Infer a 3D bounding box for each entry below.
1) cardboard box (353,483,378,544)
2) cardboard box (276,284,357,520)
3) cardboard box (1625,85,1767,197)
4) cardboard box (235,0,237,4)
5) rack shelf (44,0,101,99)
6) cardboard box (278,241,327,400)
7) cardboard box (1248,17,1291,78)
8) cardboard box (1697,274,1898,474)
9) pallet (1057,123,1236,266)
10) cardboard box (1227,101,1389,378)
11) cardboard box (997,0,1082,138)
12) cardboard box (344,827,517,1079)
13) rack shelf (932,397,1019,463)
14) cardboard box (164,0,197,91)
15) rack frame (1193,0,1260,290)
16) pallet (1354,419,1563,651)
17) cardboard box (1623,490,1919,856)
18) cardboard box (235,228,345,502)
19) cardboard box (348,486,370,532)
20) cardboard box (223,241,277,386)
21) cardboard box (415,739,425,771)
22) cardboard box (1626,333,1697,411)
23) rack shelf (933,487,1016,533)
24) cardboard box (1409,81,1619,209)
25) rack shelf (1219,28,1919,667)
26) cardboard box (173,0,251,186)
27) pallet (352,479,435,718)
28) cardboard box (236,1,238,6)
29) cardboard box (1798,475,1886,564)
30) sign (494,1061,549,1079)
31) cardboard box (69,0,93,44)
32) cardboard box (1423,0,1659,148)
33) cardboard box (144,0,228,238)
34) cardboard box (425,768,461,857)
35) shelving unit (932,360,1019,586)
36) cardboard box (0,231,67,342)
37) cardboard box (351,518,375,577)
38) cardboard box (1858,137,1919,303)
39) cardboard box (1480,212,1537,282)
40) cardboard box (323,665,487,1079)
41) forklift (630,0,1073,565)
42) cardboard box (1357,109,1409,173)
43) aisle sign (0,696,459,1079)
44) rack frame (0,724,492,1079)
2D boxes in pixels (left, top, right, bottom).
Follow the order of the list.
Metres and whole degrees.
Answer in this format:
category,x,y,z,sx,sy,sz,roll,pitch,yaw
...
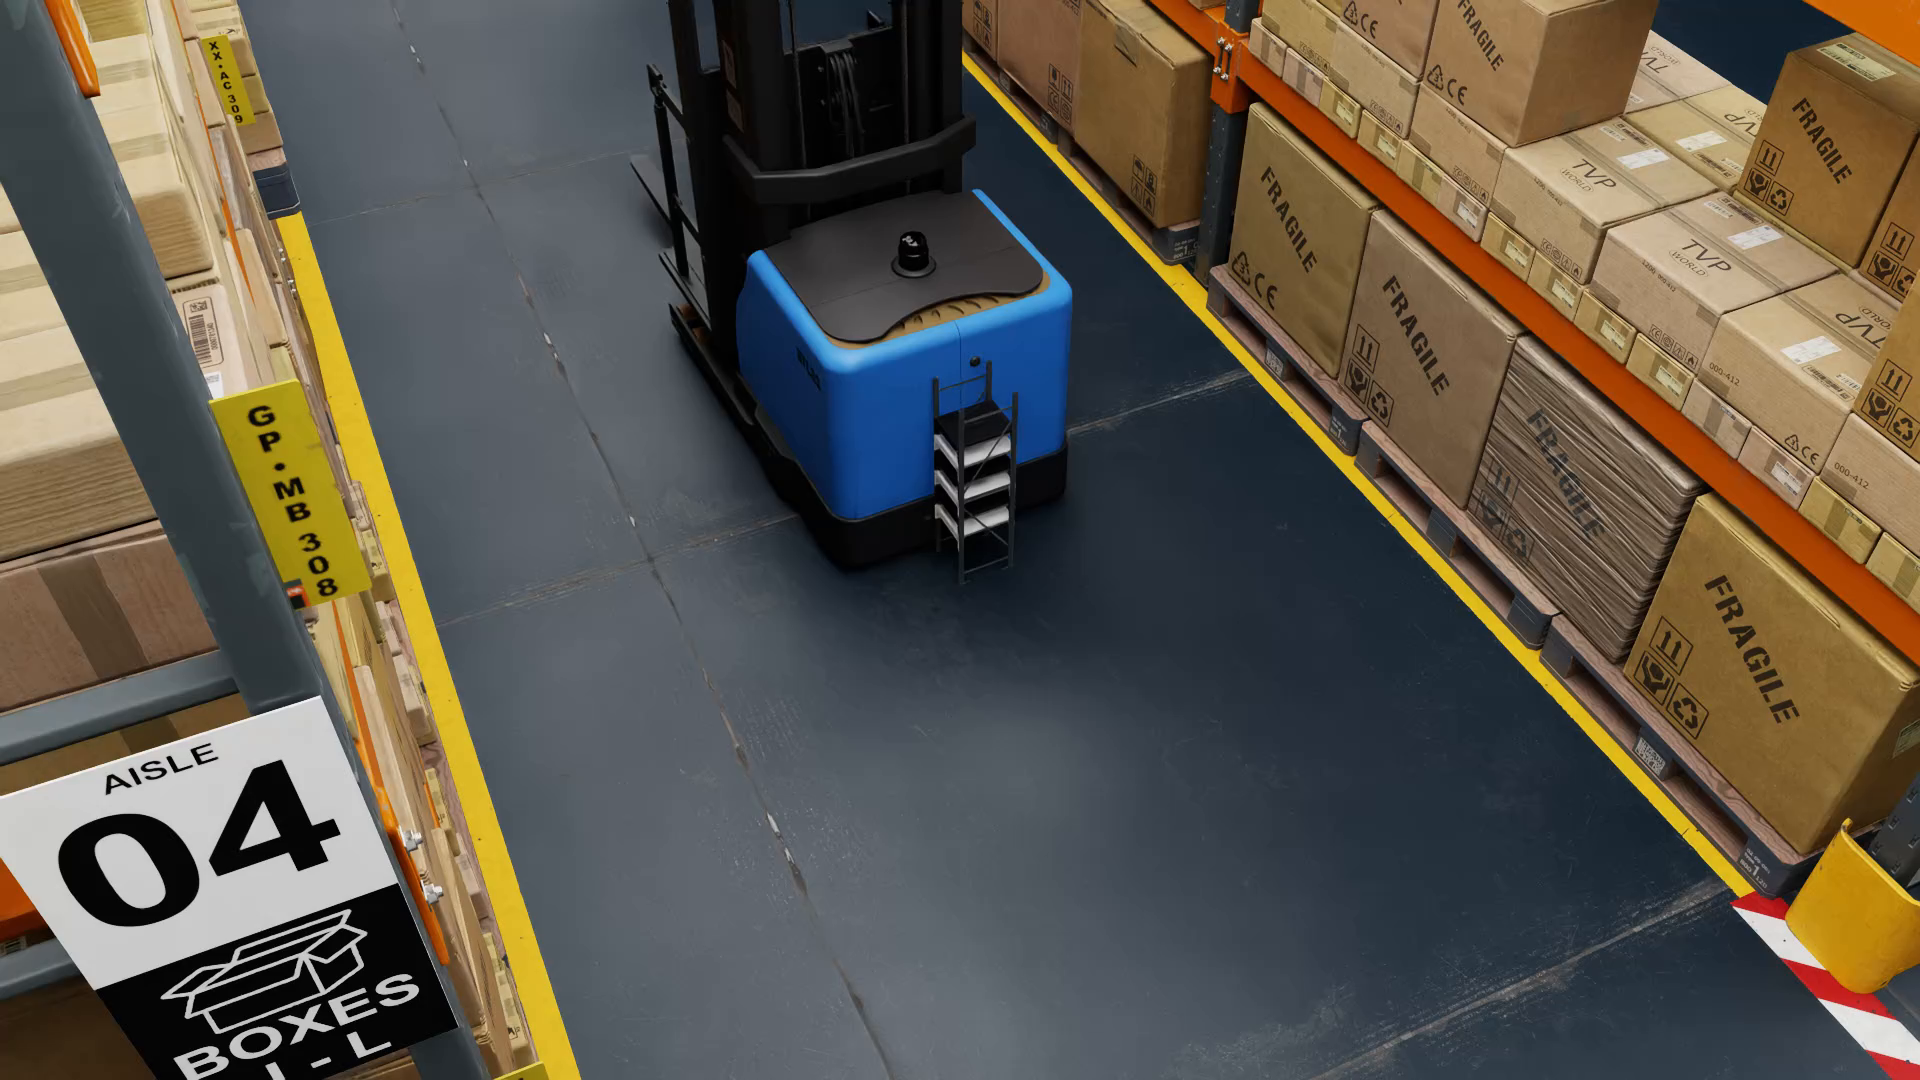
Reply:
category,x,y,z,sx,sy,sz,roll,pitch,yaw
cardboard box,-2.462,-0.039,6.385,0.380,0.149,0.250,-17,47,-17
cardboard box,-2.052,-0.322,4.658,0.500,0.500,0.500,-18,47,-18
cardboard box,2.675,-1.325,5.852,0.500,0.250,0.500,-19,48,-18
cardboard box,-3.014,-2.101,6.412,0.380,0.149,0.250,-20,48,-19
rack shelf,-2.095,-1.658,2.537,1.077,0.370,4.000,-18,47,-17
cardboard box,-3.007,-0.863,6.969,0.500,0.500,0.500,-16,47,-16
cardboard box,1.429,-2.078,6.899,0.380,0.149,0.250,-18,47,-17
cardboard box,2.631,-0.512,5.028,0.500,0.250,0.500,-19,48,-18
pallet,1.213,-1.931,8.557,1.003,0.211,1.213,-18,47,-17
cardboard box,1.811,-1.403,7.250,0.875,0.875,0.875,-18,47,-17
cardboard box,0.943,-2.819,8.685,1.225,0.875,0.875,-20,48,-19
cardboard box,-1.193,0.986,3.332,0.500,0.500,0.500,-16,47,-16
rack shelf,0.057,-0.410,6.187,0.258,0.077,0.200,-20,48,-19
cardboard box,-2.072,-1.190,3.792,0.500,0.250,0.500,-19,48,-18
rack frame,1.606,-2.454,7.102,1.000,3.000,0.127,-18,47,-17
pallet,2.372,-0.175,6.777,1.003,0.211,1.213,-18,47,-17
cardboard box,2.946,0.317,5.506,0.875,0.875,0.875,-18,47,-17
cardboard box,-1.836,-0.348,3.972,0.500,0.500,0.500,-19,48,-19
cardboard box,-2.391,-0.019,6.152,0.380,0.149,0.250,-20,48,-19
cardboard box,-1.429,-0.218,2.806,0.500,0.250,0.500,-17,47,-16
cardboard box,-1.979,0.806,5.528,0.380,0.149,0.250,-17,47,-17
cardboard box,2.409,-0.596,5.397,0.380,0.149,0.250,-19,48,-18
rack shelf,0.057,-0.153,6.440,0.258,0.077,0.200,-20,48,-19
cardboard box,1.994,-1.483,6.012,0.500,0.250,0.500,-17,47,-16
rack shelf,2.447,-0.924,6.063,1.077,0.370,4.000,-18,47,-17
cardboard box,-2.493,-1.332,4.969,0.500,0.500,0.500,-20,48,-19
pallet,-2.622,0.356,6.239,1.003,0.211,1.213,-18,47,-17
cardboard box,-3.120,-2.159,6.682,0.380,0.149,0.250,-20,48,-19
cardboard box,2.729,-0.111,4.905,0.380,0.149,0.250,-18,47,-17
sign,-0.762,1.027,2.957,0.100,0.325,0.005,-18,47,-17
cardboard box,-1.629,-0.763,2.719,0.380,0.149,0.250,-17,47,-16
cardboard box,1.999,-1.747,5.746,0.500,0.500,0.500,-19,48,-19
cardboard box,-1.625,-0.711,2.951,0.500,0.250,0.500,-17,47,-17
cardboard box,-1.738,0.882,5.028,0.380,0.149,0.250,-17,47,-17
shelving unit,0.057,-0.241,6.354,0.258,0.900,0.210,-20,48,-19
cardboard box,-1.275,-0.280,2.230,0.380,0.149,0.250,-16,47,-16
cardboard box,-2.296,0.057,5.864,0.380,0.149,0.250,-18,48,-18
cardboard box,3.121,-0.929,4.917,0.500,0.500,0.500,-19,48,-18
cardboard box,2.086,-1.085,5.893,0.380,0.149,0.250,-19,48,-19
cardboard box,-1.202,0.633,2.978,0.500,0.500,0.500,-18,47,-18
forklift,-0.679,-1.980,6.670,1.130,2.935,3.031,-20,48,-19
cardboard box,1.763,-1.576,6.390,0.380,0.149,0.250,-19,48,-18
aisle sign,-0.952,0.528,2.229,0.394,0.787,0.004,-18,47,-17
rack frame,-1.255,1.495,3.099,1.000,3.000,0.127,-18,47,-17
